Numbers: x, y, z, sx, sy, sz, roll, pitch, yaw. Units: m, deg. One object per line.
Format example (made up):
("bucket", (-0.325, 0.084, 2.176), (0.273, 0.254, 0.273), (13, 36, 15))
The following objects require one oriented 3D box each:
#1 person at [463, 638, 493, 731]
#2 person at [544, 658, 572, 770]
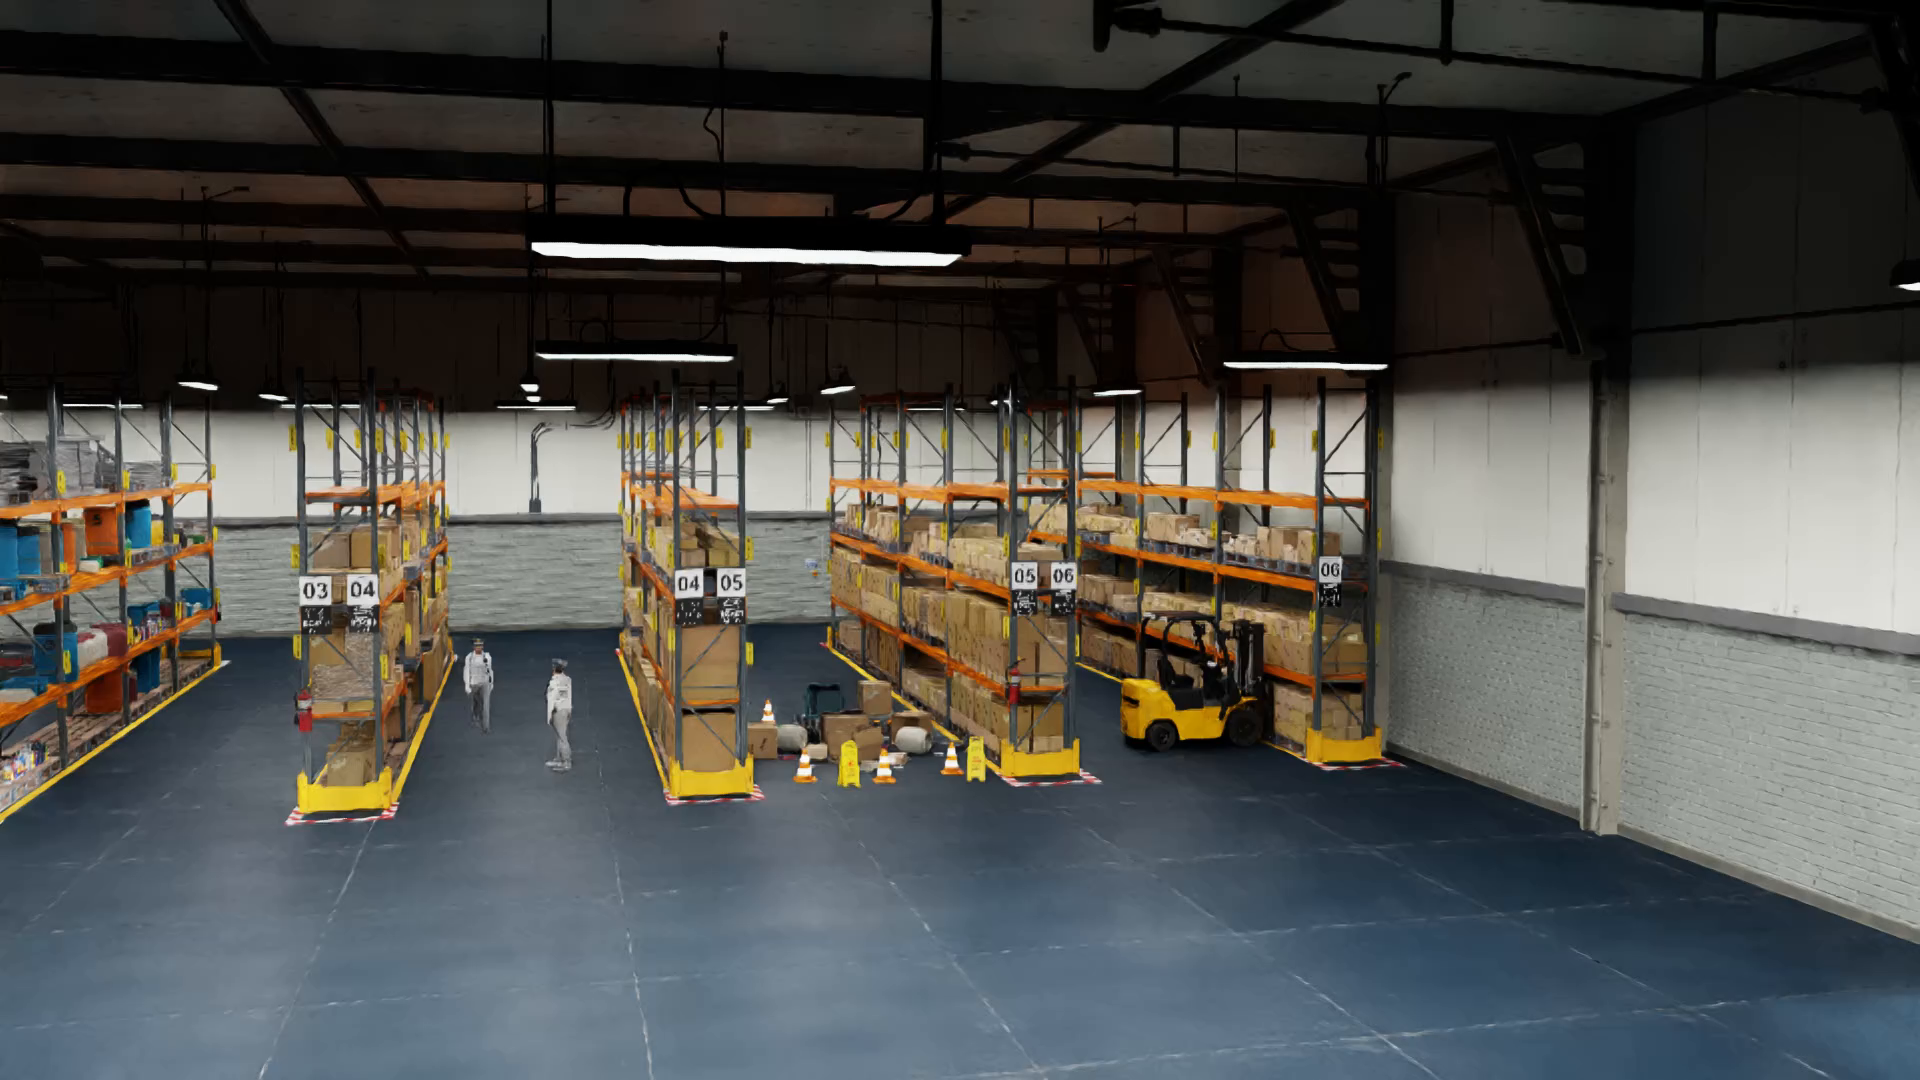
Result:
("person", (-8.319, 2.468, 28.726), (0.499, 1.587, 1.073), (-1, 4, -16))
("person", (-6.138, 2.639, 25.408), (0.538, 1.665, 0.573), (1, 4, 15))
